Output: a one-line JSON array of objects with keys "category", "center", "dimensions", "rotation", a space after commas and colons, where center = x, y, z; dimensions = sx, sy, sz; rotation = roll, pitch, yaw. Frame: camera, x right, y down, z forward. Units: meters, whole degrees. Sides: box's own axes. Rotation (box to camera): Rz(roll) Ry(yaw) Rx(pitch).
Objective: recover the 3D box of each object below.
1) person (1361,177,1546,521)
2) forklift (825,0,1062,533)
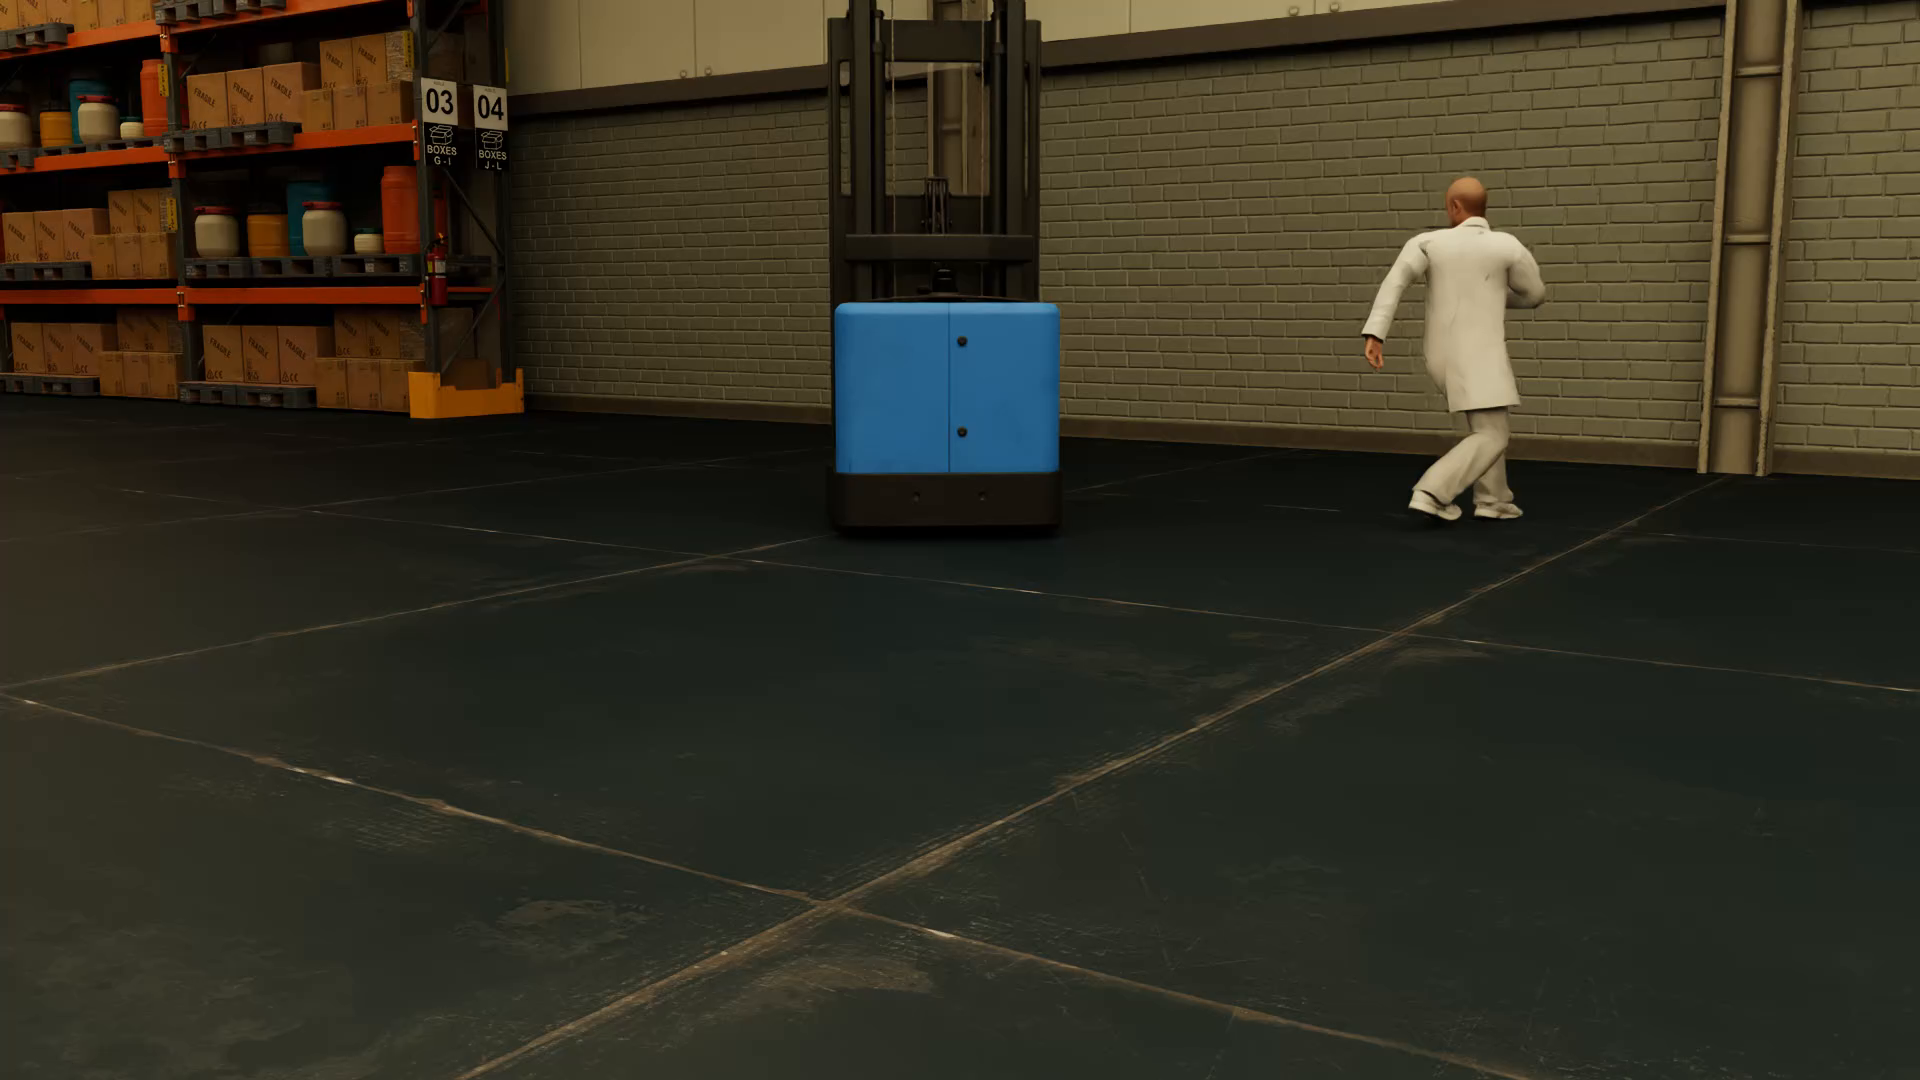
[{"category": "person", "center": [2.466, -0.905, 8.115], "dimensions": [0.975, 1.696, 0.619], "rotation": [-6, 10, -37]}, {"category": "forklift", "center": [-0.150, -1.656, 8.837], "dimensions": [1.130, 2.935, 3.031], "rotation": [-1, 8, -4]}]
